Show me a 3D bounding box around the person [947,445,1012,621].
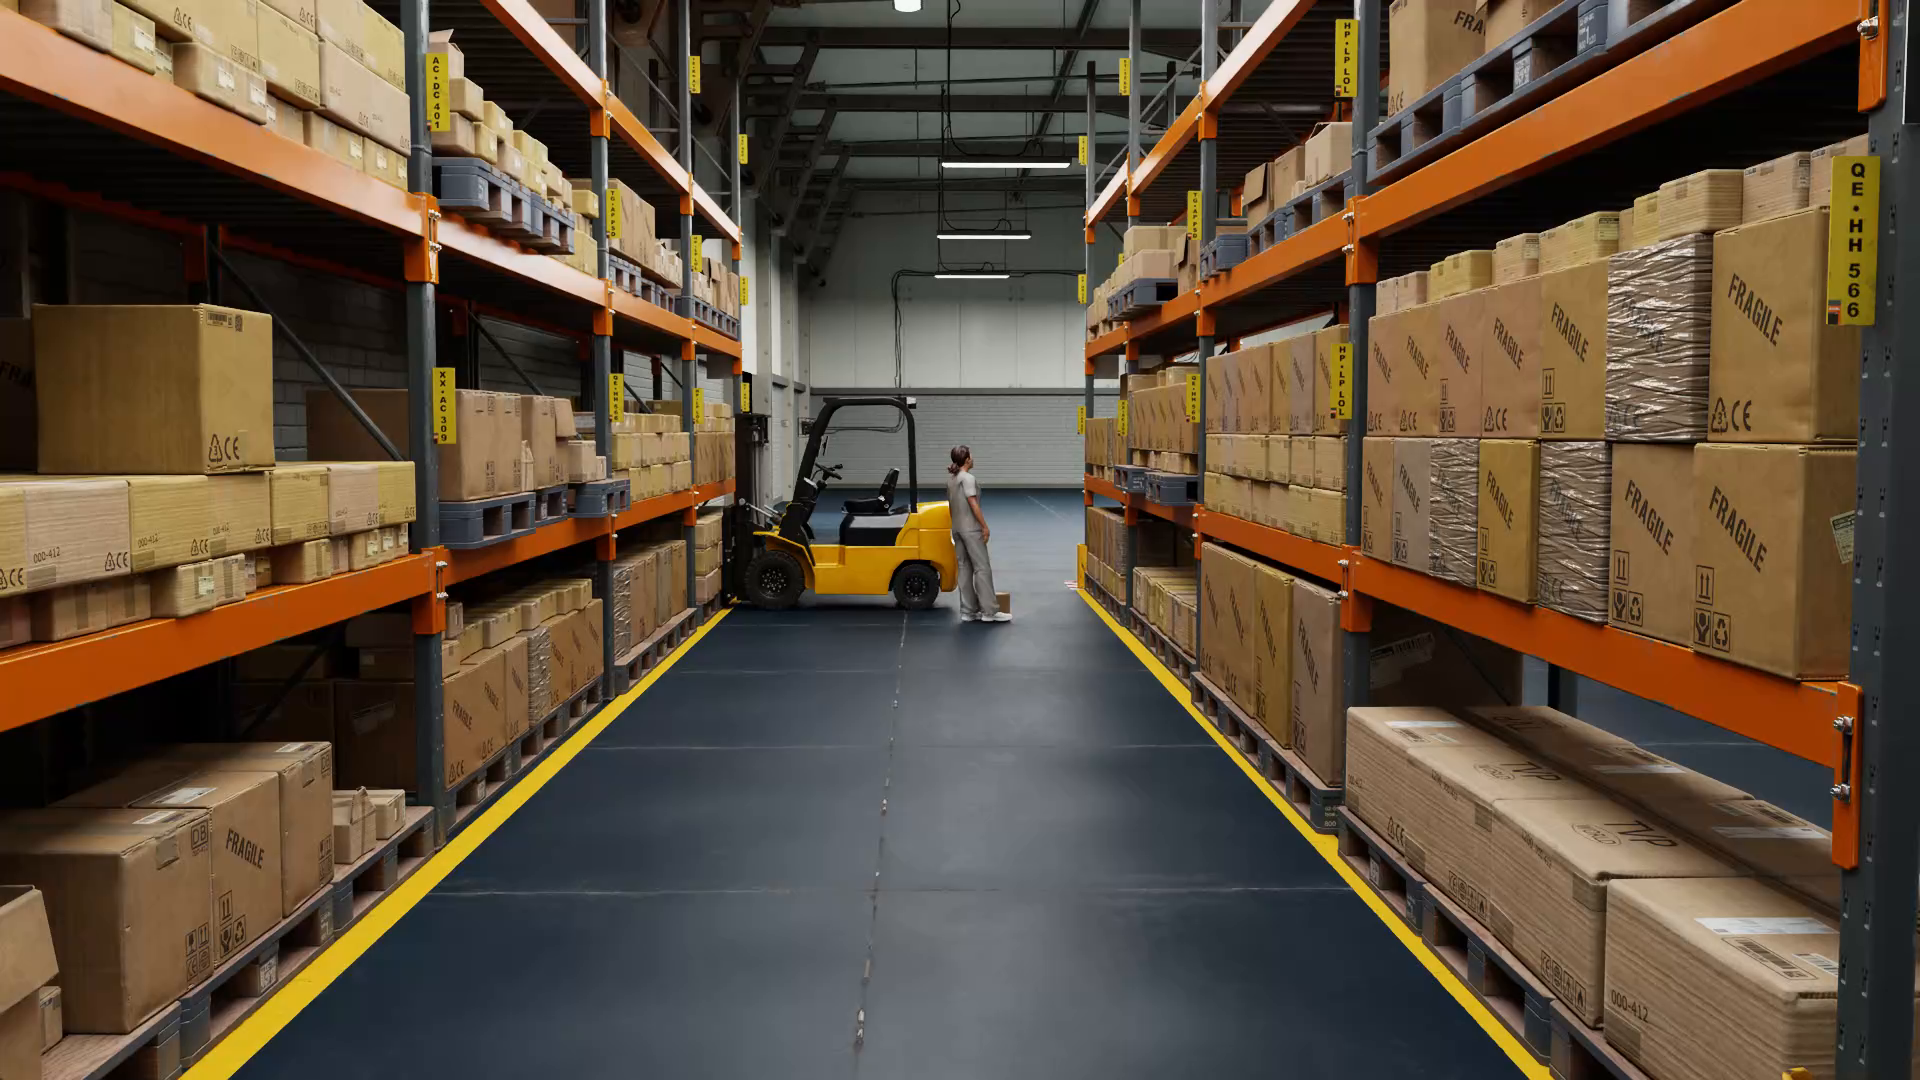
[{"bbox_3d":[0.142,-0.070,15.864,0.550,1.677,0.550,-2,4,-30],"label":"person"}]
